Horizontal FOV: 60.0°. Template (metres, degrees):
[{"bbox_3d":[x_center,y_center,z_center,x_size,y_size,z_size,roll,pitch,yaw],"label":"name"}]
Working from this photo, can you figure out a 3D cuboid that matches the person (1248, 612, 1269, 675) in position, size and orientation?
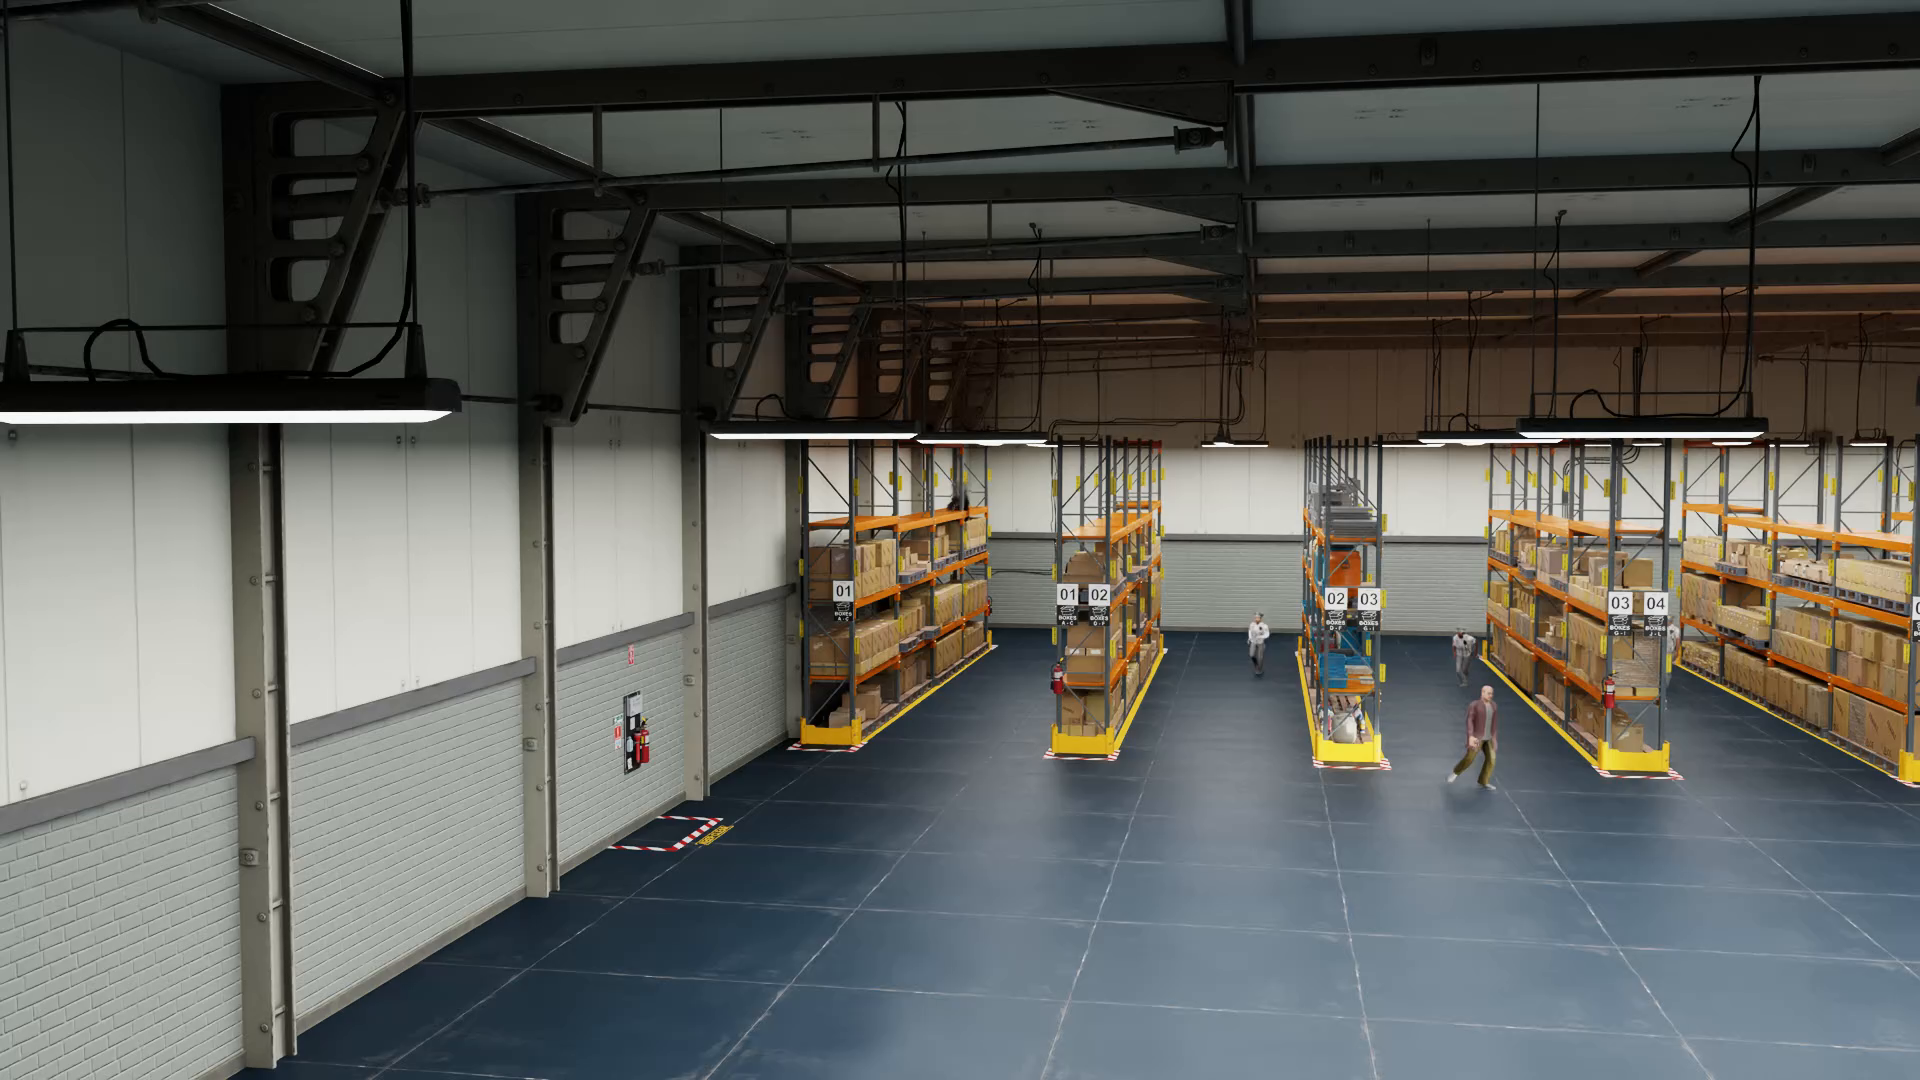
[{"bbox_3d":[7.579,2.624,42.238,0.594,1.622,0.743,1,3,24],"label":"person"}]

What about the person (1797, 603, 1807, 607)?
[{"bbox_3d":[21.555,2.505,42.615,0.655,1.765,1.000,0,3,-7],"label":"person"}]

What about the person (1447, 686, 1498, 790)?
[{"bbox_3d":[8.684,3.324,28.082,0.780,1.730,0.693,-1,3,-13],"label":"person"}]

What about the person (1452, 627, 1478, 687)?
[{"bbox_3d":[12.178,2.815,40.080,0.590,1.494,0.820,2,4,30],"label":"person"}]

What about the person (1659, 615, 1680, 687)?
[{"bbox_3d":[17.064,2.685,40.220,0.659,1.780,0.488,2,4,38],"label":"person"}]
